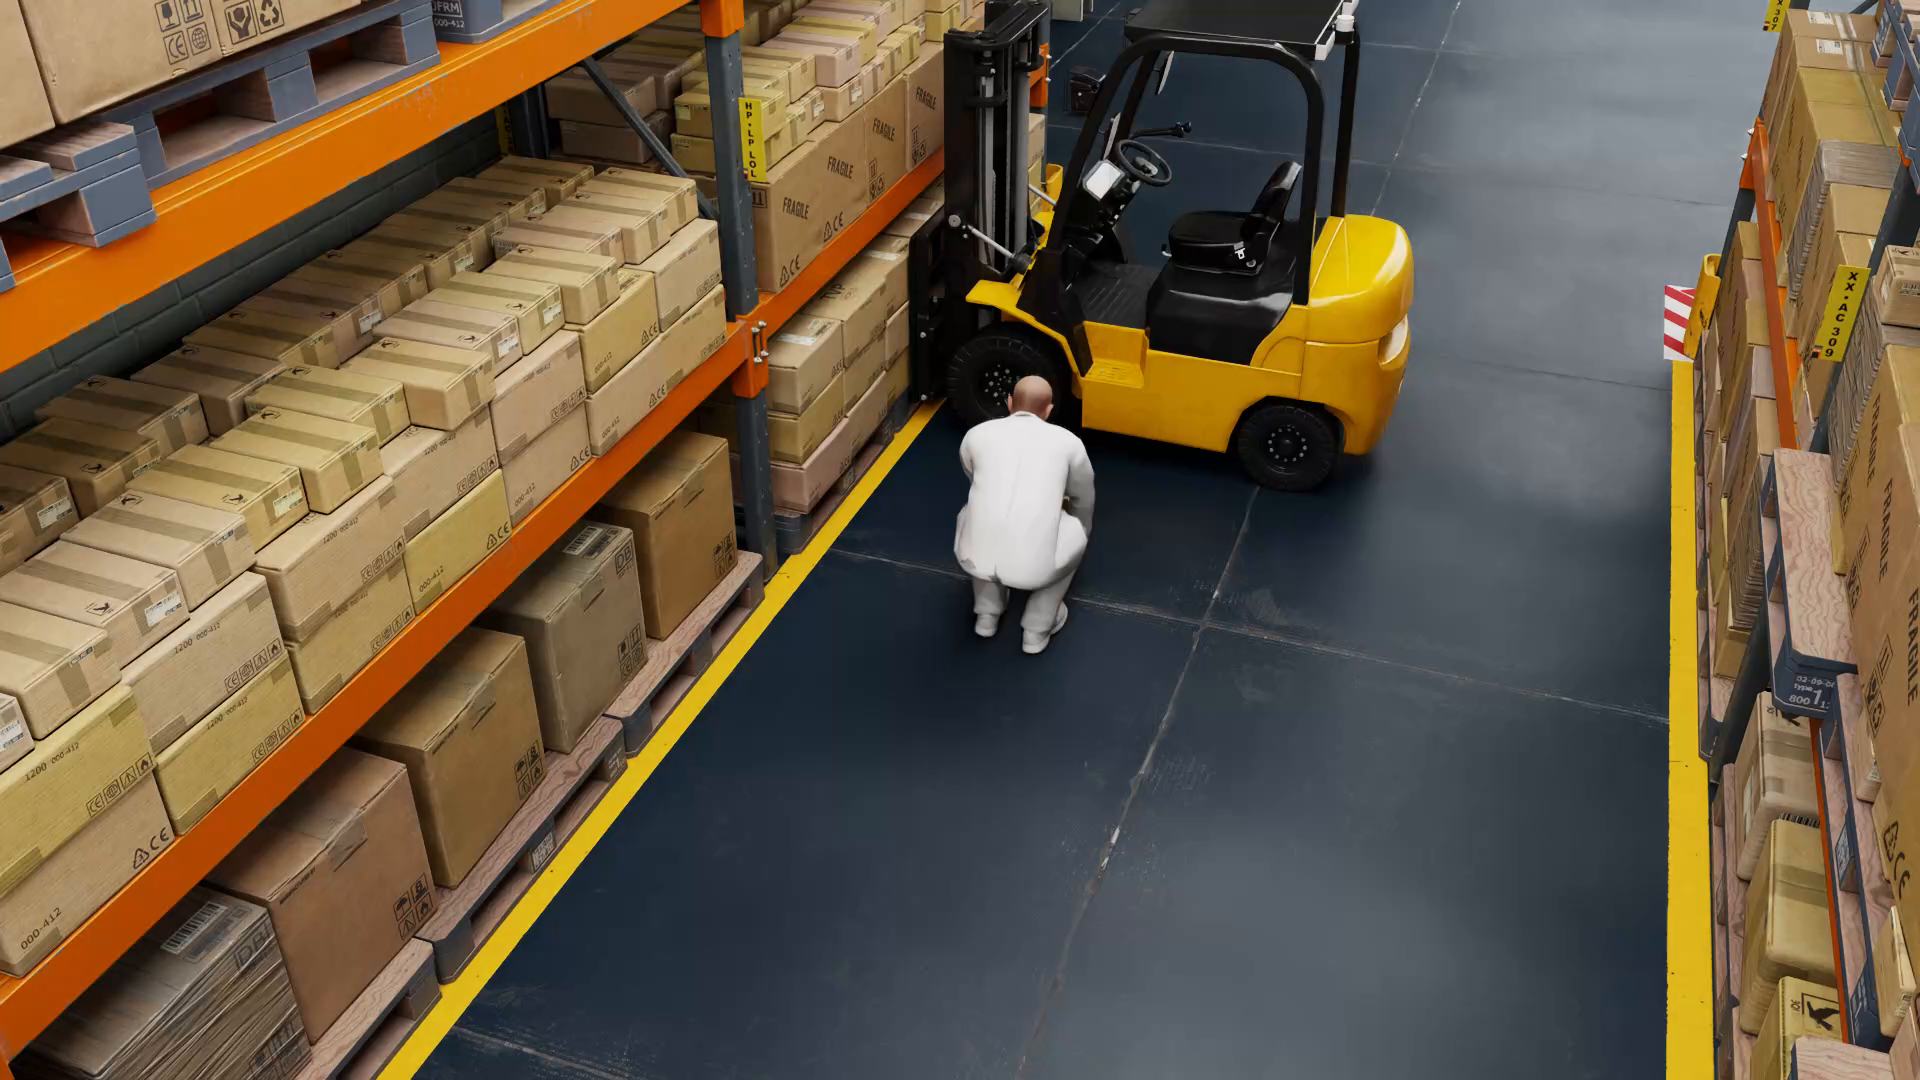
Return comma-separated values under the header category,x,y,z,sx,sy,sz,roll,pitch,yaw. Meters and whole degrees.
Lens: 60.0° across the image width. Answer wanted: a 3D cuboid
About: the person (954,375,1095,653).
category,x,y,z,sx,sy,sz,roll,pitch,yaw
person,0.265,-0.112,7.061,0.613,0.986,0.910,11,34,16
